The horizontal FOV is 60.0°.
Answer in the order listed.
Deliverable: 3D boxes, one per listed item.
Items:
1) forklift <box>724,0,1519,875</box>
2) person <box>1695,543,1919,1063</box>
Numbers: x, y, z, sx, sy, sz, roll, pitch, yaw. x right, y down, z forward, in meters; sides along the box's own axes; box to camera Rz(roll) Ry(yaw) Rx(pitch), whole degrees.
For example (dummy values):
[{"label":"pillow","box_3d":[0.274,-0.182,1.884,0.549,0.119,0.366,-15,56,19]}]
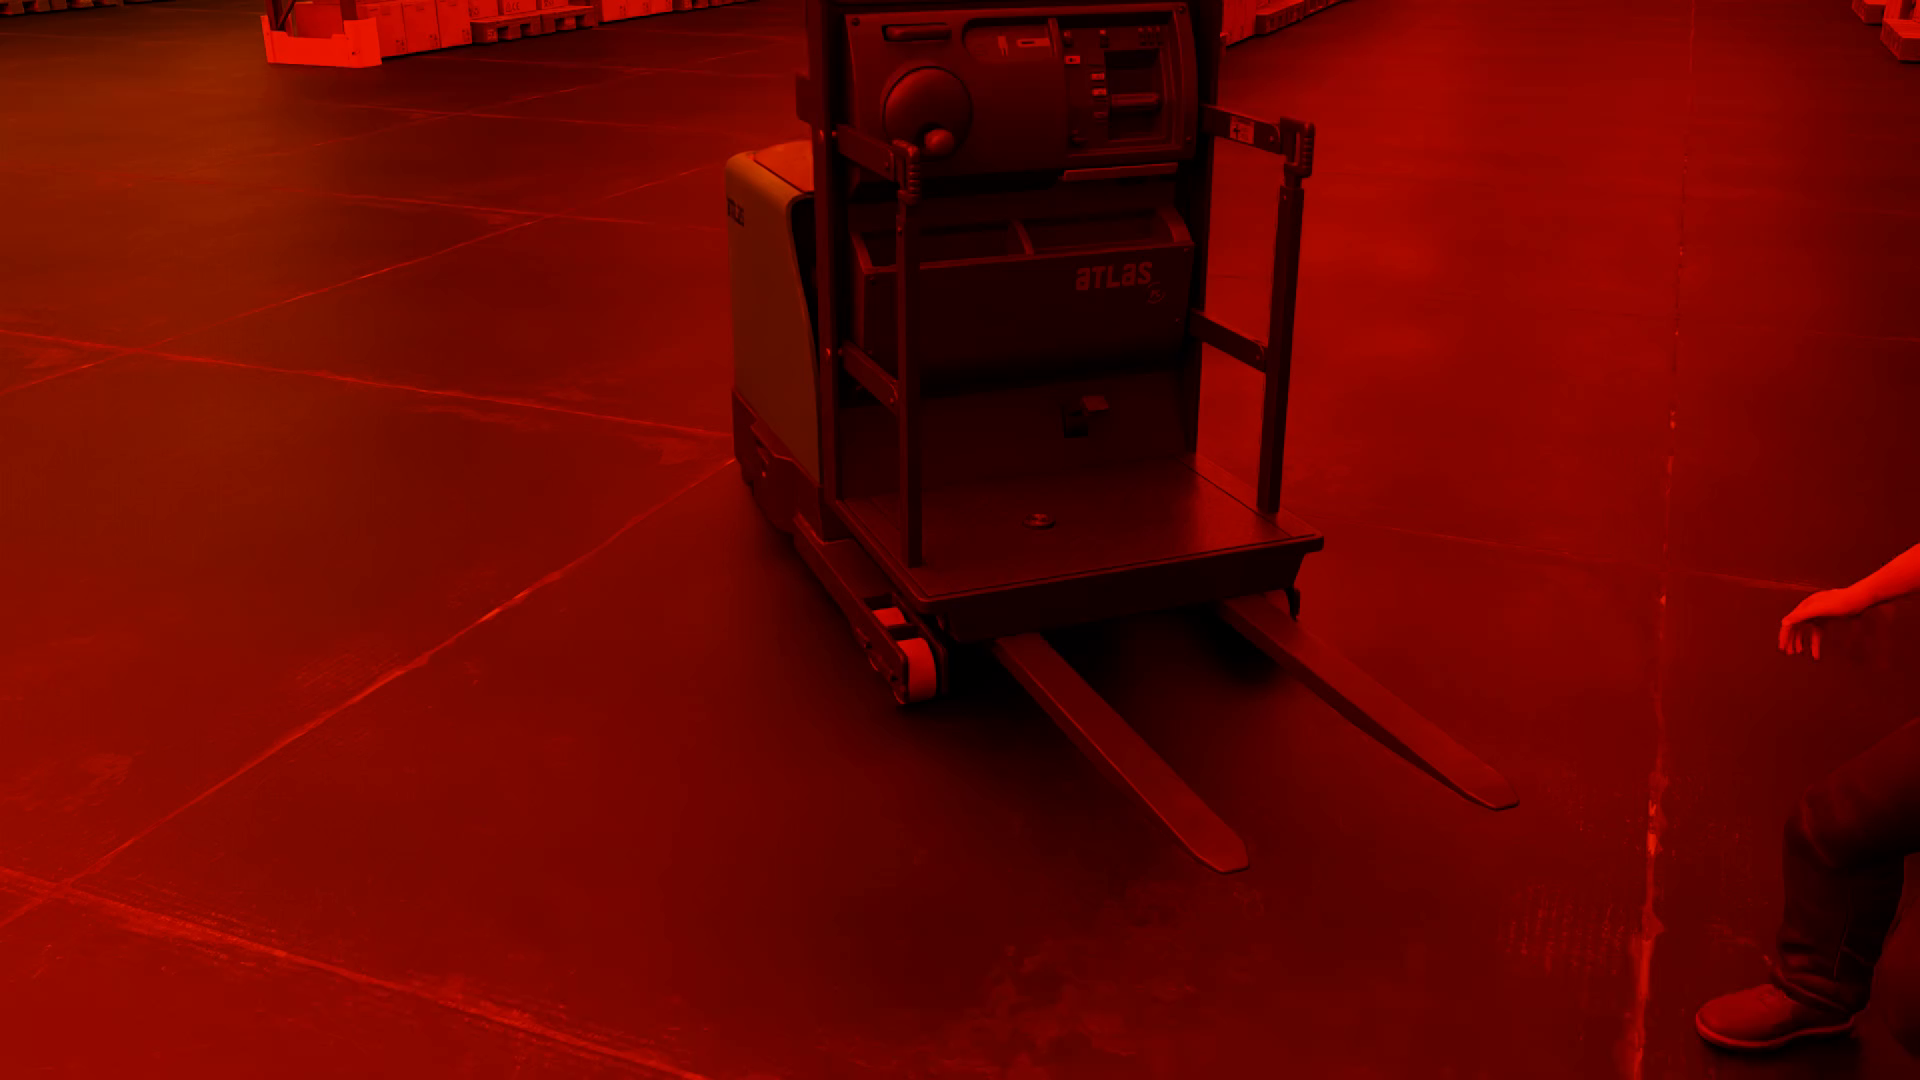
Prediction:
[{"label":"forklift","box_3d":[0.247,-1.126,3.987,1.130,2.935,3.031,-8,24,-19]},{"label":"person","box_3d":[1.543,0.261,2.452,0.520,1.546,0.740,3,23,6]}]
